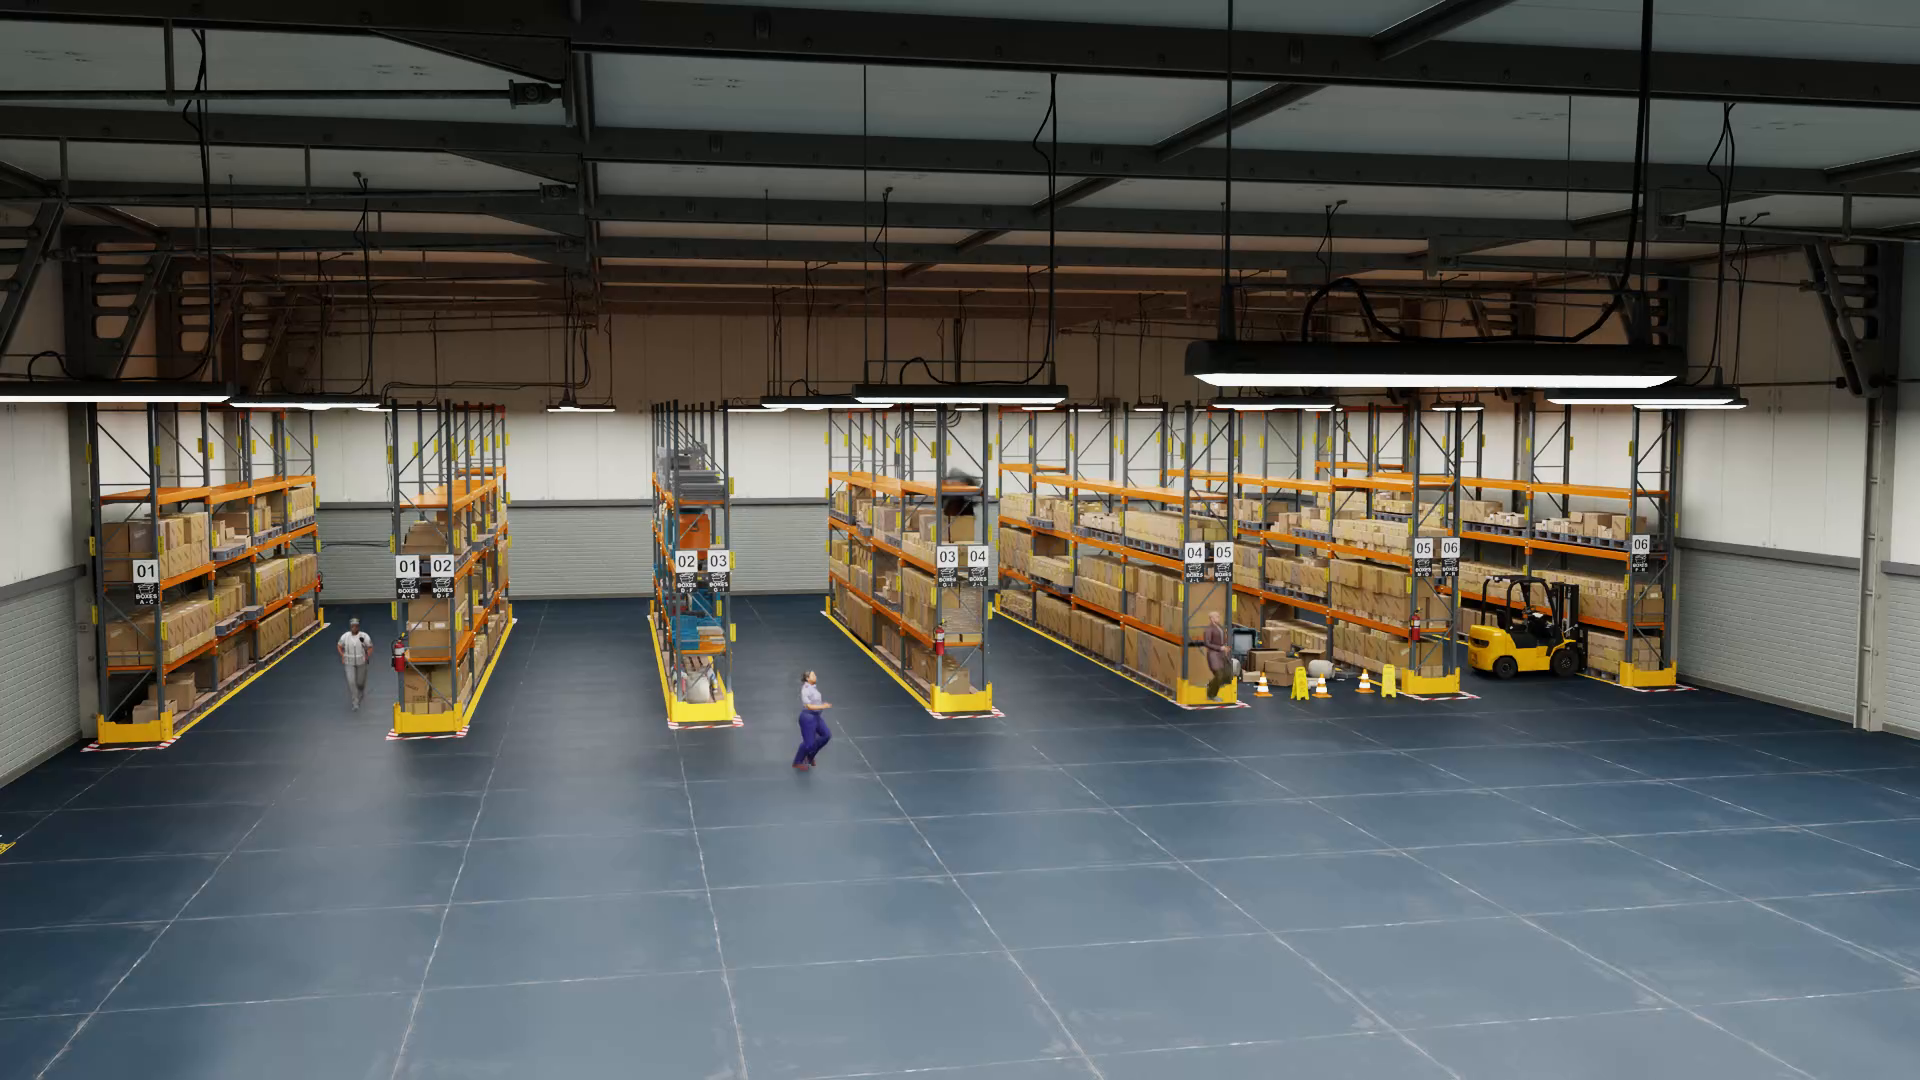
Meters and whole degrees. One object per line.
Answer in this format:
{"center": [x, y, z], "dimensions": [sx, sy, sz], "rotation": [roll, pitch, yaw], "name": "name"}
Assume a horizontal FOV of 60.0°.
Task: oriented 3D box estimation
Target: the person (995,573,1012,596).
{"center": [1.340, 1.177, 49.796], "dimensions": [0.498, 1.607, 0.598], "rotation": [-3, 5, -34], "name": "person"}

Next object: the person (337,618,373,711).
{"center": [-11.834, 2.408, 32.553], "dimensions": [0.663, 1.775, 0.833], "rotation": [-2, 5, -19], "name": "person"}

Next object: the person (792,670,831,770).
{"center": [-2.372, 2.889, 26.767], "dimensions": [0.648, 1.624, 0.601], "rotation": [1, 4, 11], "name": "person"}

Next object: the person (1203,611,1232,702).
{"center": [4.868, 2.209, 31.439], "dimensions": [0.613, 1.734, 0.726], "rotation": [4, 6, 40], "name": "person"}
